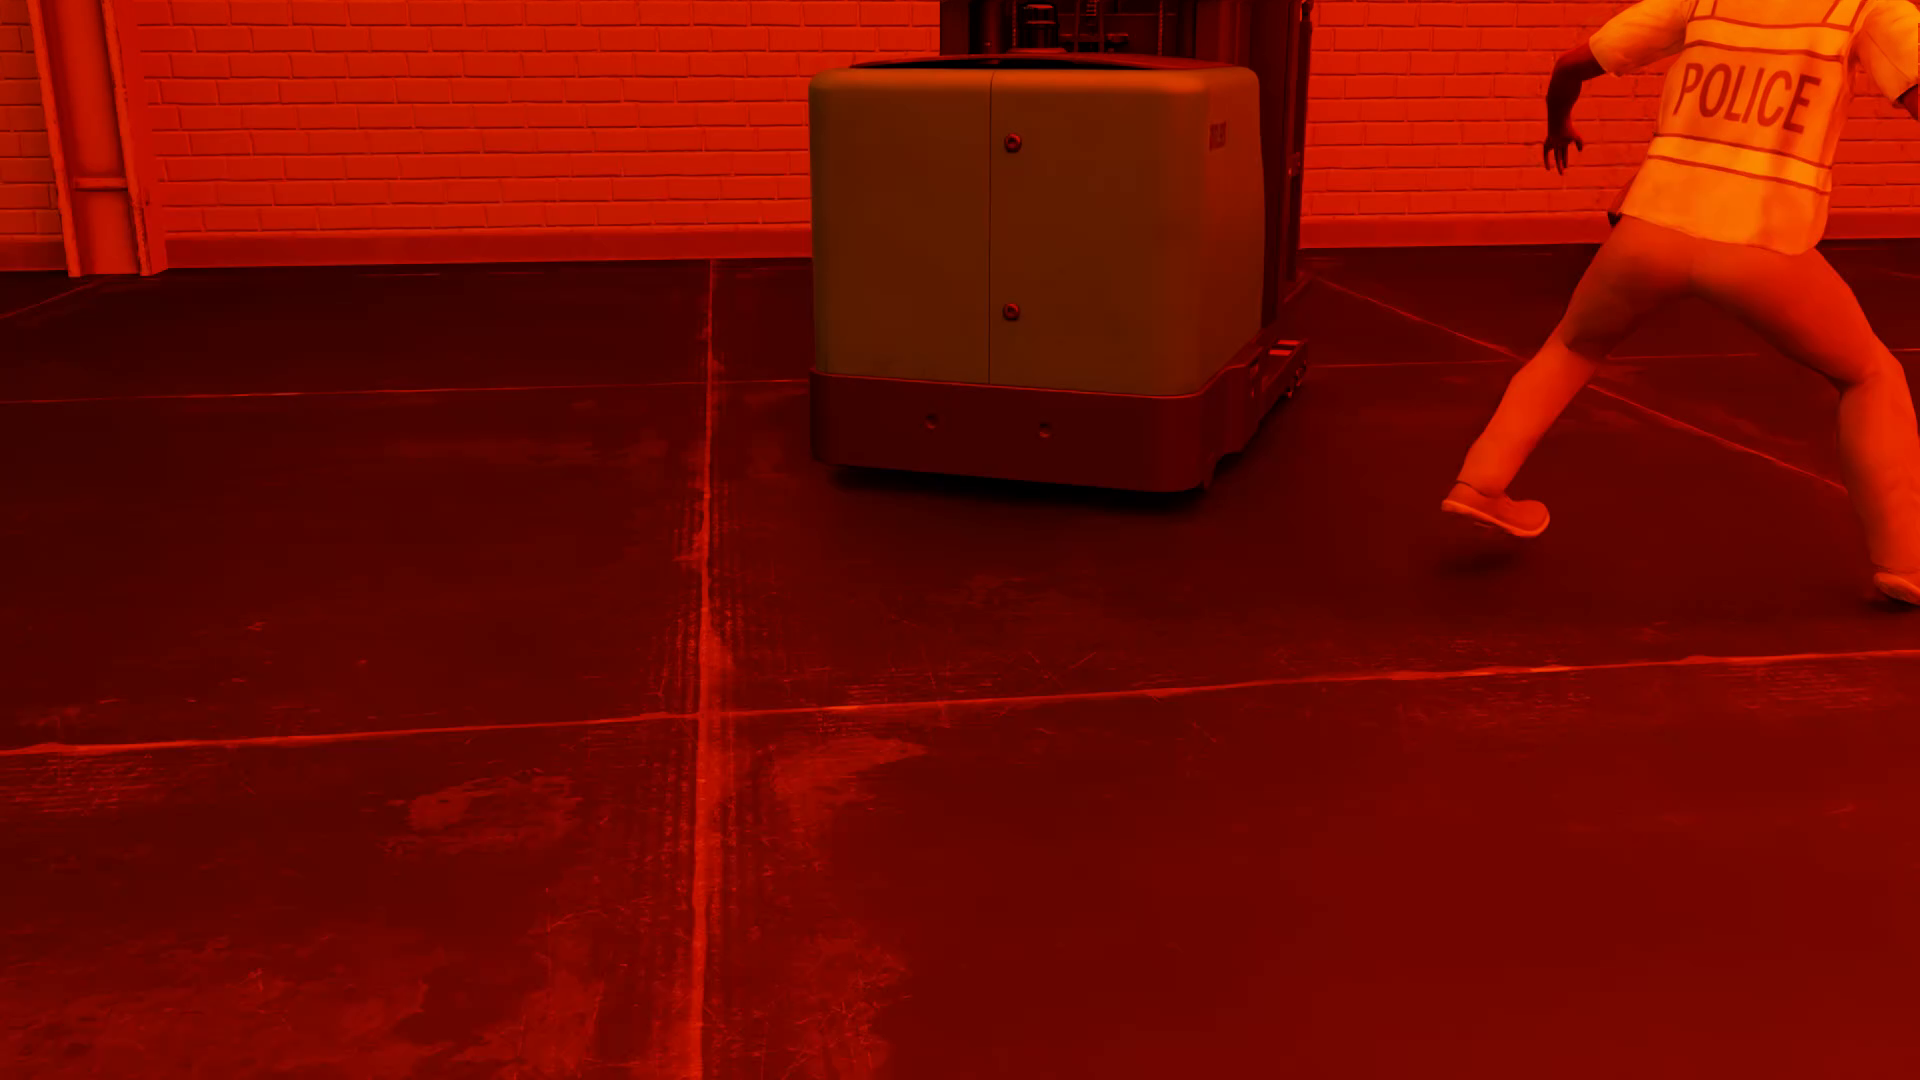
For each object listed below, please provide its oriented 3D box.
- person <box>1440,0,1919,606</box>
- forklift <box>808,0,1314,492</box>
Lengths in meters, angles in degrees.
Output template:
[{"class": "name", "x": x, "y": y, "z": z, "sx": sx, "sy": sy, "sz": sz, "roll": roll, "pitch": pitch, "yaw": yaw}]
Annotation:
[{"class": "person", "x": 1.652, "y": -0.580, "z": 3.459, "sx": 1.062, "sy": 1.603, "sz": 0.506, "roll": 13, "pitch": 21, "yaw": 36}, {"class": "forklift", "x": 0.564, "y": -1.905, "z": 5.208, "sx": 1.130, "sy": 2.935, "sz": 3.031, "roll": 6, "pitch": 18, "yaw": 18}]
